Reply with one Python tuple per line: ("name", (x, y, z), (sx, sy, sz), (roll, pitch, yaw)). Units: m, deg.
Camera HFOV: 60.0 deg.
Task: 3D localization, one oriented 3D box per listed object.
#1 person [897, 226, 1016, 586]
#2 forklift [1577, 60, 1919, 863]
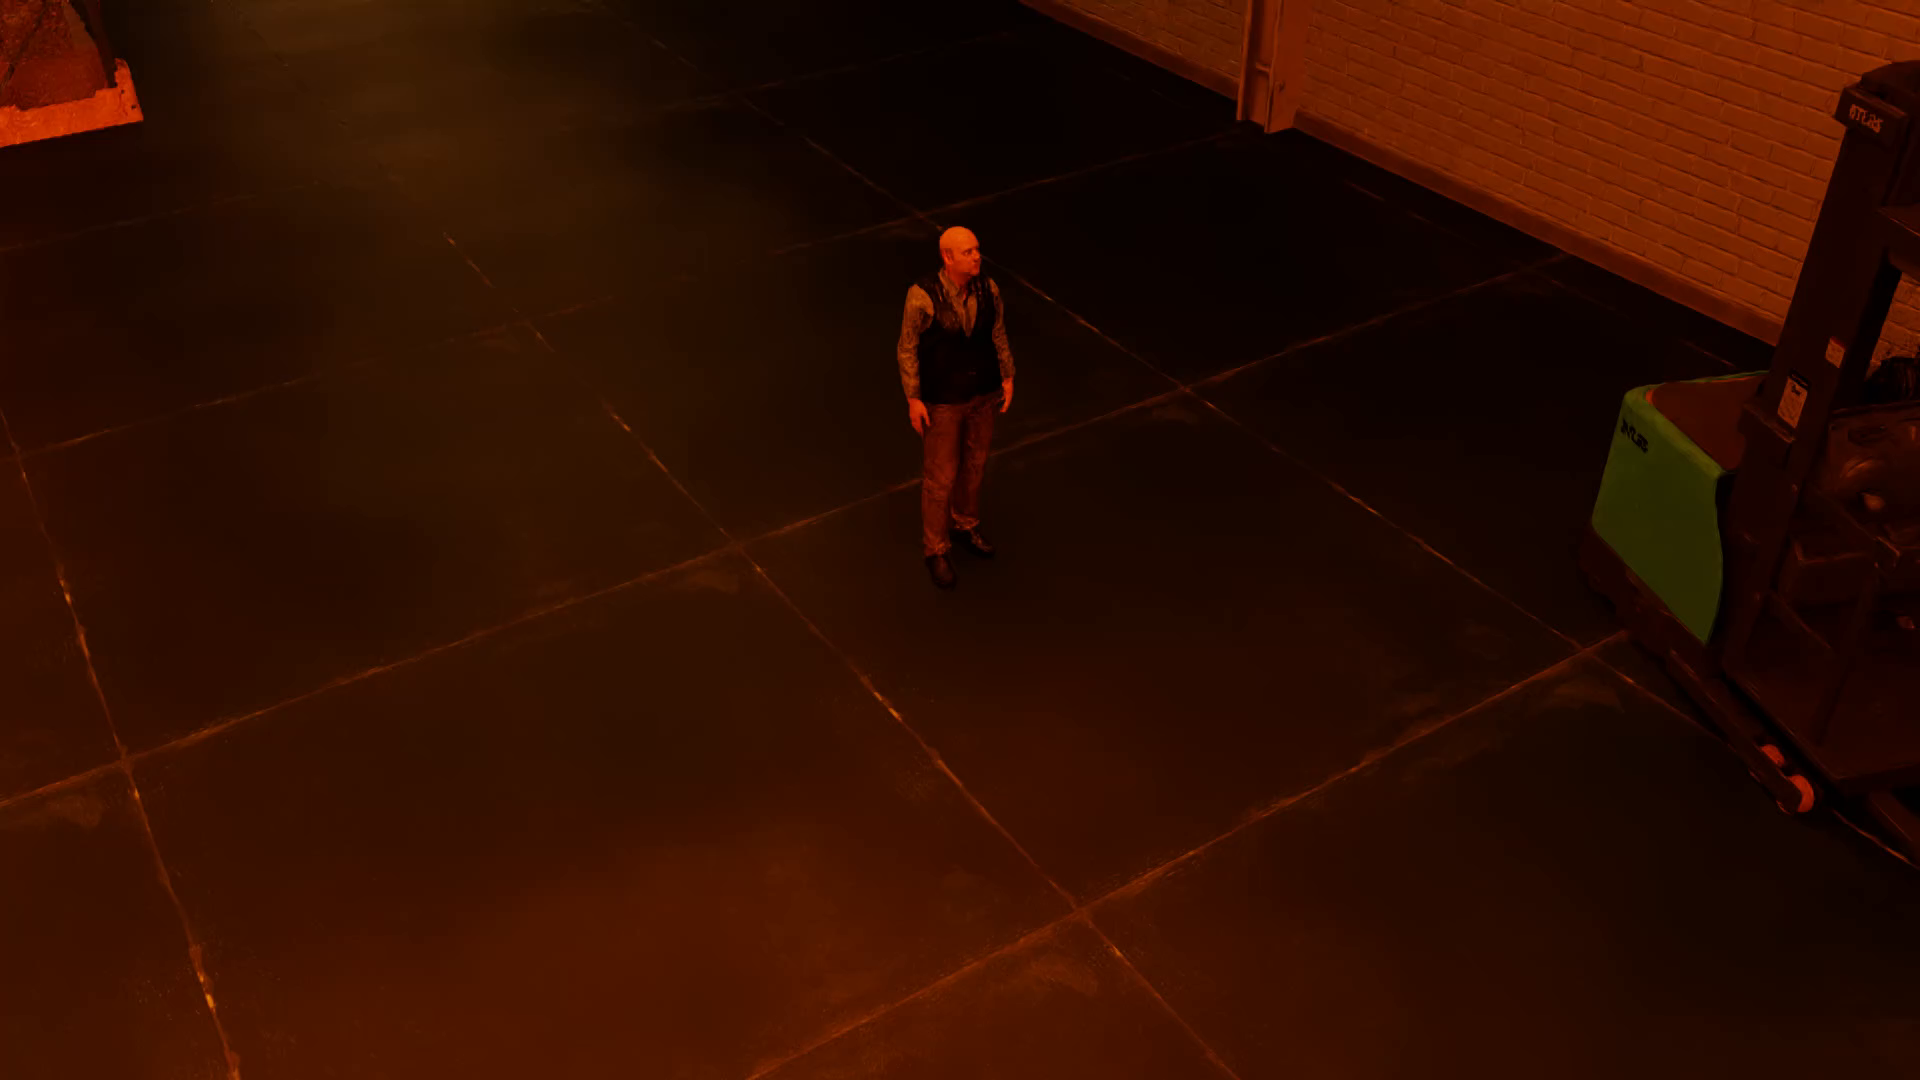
("person", (0.027, -0.677, 8.152), (0.632, 1.720, 0.567), (-21, 40, -27))
("forklift", (3.951, -0.281, 6.548), (1.130, 2.935, 3.031), (-8, 36, -11))
